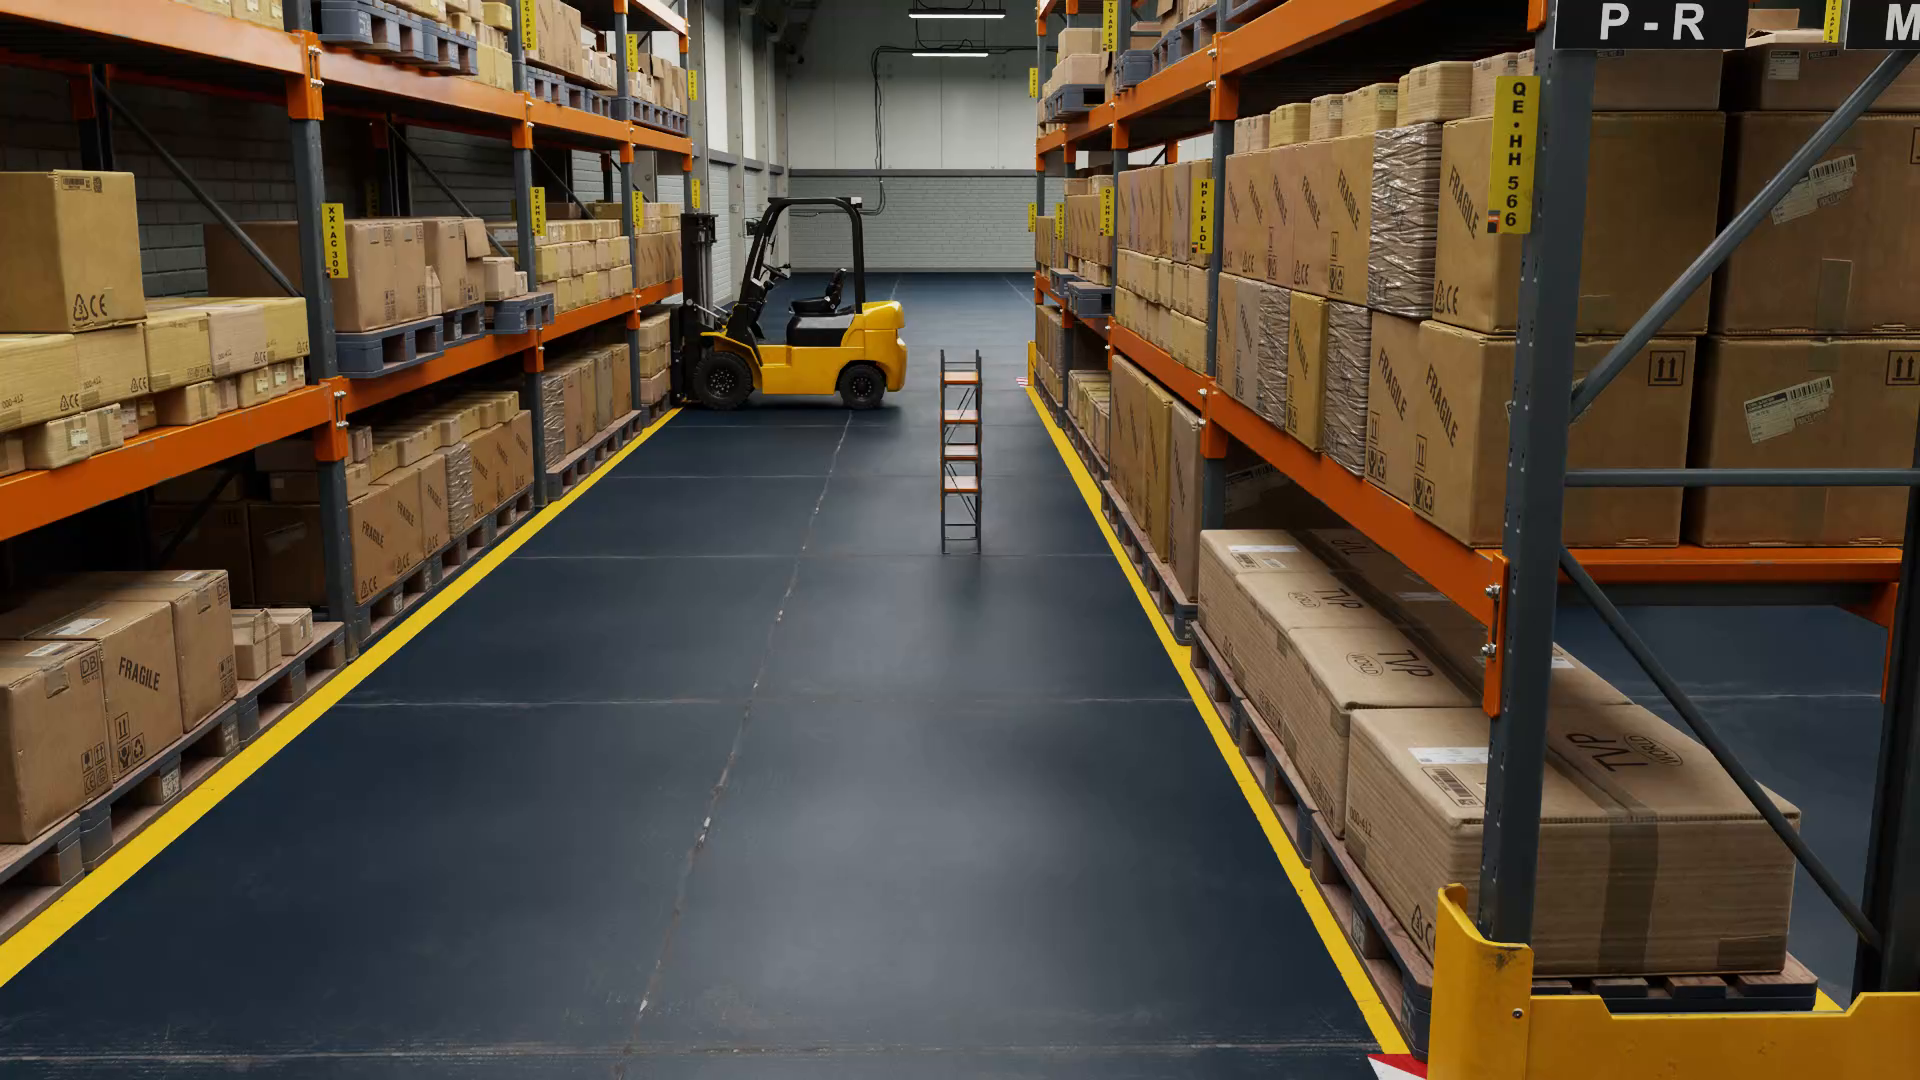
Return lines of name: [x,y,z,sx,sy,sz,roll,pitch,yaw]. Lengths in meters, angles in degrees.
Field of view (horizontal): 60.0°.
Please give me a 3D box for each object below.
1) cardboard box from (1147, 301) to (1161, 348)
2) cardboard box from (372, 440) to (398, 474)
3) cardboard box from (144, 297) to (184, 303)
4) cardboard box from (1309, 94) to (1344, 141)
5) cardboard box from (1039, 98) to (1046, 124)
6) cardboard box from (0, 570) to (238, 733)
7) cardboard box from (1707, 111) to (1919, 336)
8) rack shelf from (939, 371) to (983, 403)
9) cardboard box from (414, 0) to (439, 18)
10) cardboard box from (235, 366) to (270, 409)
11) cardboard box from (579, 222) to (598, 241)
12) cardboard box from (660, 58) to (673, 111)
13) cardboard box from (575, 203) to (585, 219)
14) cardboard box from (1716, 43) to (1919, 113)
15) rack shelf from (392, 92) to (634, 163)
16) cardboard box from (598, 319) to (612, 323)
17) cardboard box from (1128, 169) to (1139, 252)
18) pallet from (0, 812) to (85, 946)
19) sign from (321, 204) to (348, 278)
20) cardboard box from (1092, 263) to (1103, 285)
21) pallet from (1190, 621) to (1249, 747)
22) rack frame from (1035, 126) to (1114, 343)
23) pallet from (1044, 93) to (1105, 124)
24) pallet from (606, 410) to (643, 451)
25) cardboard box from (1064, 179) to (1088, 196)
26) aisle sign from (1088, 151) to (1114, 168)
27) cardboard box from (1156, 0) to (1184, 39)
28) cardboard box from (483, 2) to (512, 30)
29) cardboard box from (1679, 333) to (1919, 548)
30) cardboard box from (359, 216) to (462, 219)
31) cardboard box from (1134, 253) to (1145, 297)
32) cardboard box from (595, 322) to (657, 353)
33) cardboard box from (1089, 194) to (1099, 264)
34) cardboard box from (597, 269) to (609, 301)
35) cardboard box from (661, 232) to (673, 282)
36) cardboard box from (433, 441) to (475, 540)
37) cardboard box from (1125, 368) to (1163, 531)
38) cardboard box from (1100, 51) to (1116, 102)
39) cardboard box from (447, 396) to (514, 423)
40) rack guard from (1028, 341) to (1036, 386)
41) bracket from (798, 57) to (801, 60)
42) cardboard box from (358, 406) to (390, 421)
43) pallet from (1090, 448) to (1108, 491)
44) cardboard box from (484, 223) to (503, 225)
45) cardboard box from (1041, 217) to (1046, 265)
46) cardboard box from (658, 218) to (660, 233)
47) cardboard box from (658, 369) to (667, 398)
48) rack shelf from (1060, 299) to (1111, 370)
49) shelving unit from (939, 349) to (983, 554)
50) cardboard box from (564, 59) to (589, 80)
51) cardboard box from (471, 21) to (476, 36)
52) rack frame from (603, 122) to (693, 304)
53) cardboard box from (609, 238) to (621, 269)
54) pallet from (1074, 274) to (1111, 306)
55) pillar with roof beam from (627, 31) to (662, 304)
cardboard box: [1.357,-1.244,9.522,0.500,0.250,0.500,0,11,-1]
cardboard box: [-3.189,-0.435,8.757,0.380,0.149,0.250,0,11,-2]
cardboard box: [-3.588,-0.876,6.963,0.500,0.250,0.500,0,11,-2]
cardboard box: [1.394,-1.415,5.591,0.380,0.149,0.250,0,11,-1]
cardboard box: [1.131,-4.651,18.026,0.500,0.250,0.500,0,11,-2]
cardboard box: [-3.164,0.412,6.213,0.700,0.500,0.500,-1,11,-3]
cardboard box: [1.991,-0.765,4.020,0.500,0.500,0.500,0,11,-2]
rack shelf: [0.003,-0.940,10.199,0.258,0.148,0.480,0,11,-1]
cardboard box: [-2.957,-2.820,8.694,0.380,0.149,0.250,0,11,0]
cardboard box: [-3.013,-0.615,6.677,0.380,0.149,0.250,0,11,0]
cardboard box: [-3.126,-2.487,13.393,0.380,0.149,0.250,-1,11,-3]
cardboard box: [-3.403,-4.772,17.432,0.700,0.500,0.500,0,11,-1]
cardboard box: [-3.766,-3.119,15.756,0.380,0.149,0.250,-1,11,-3]
cardboard box: [1.986,-1.058,3.833,0.380,0.149,0.250,0,11,0]
rack shelf: [-3.453,-3.214,13.121,1.077,0.370,4.000,0,11,-1]
cardboard box: [-3.723,-2.040,16.414,0.500,0.250,0.500,0,11,-2]
cardboard box: [1.337,-2.061,10.409,0.500,0.500,0.500,0,11,-1]
pallet: [-3.265,1.085,4.682,1.003,0.211,1.213,0,11,-1]
sign: [-2.786,-1.332,7.401,0.100,0.325,0.005,0,11,-1]
cardboard box: [1.181,-1.970,12.299,0.380,0.149,0.250,0,11,-2]
pallet: [1.571,0.593,7.103,1.003,0.211,1.213,0,11,-1]
rack frame: [1.386,-3.310,19.330,1.000,3.000,0.127,0,11,-1]
pallet: [1.375,-3.770,14.525,1.213,0.211,1.003,0,11,-1]
pallet: [-3.440,-0.981,14.863,1.003,0.211,1.213,0,11,-1]
cardboard box: [1.125,-3.138,14.797,0.380,0.149,0.250,0,11,-1]
aisle sign: [1.675,-4.598,19.139,0.394,0.787,0.004,0,11,-1]
cardboard box: [1.710,-3.372,10.775,0.797,0.503,0.637,-1,12,-5]
cardboard box: [-3.108,-3.369,10.704,0.380,0.149,0.250,0,11,1]
cardboard box: [1.994,-0.275,4.119,0.500,0.500,0.500,0,11,-2]
cardboard box: [-3.557,-1.851,10.829,0.500,0.500,0.500,0,11,2]
cardboard box: [1.322,-1.588,9.961,0.500,0.250,0.500,0,11,-1]
cardboard box: [-3.190,-1.940,15.920,0.500,0.250,0.500,0,11,-2]
cardboard box: [1.242,-2.312,12.357,0.500,0.500,0.500,0,11,-2]
cardboard box: [-3.227,-2.122,13.854,0.500,0.250,0.500,0,11,-1]
cardboard box: [-3.270,-2.936,17.237,0.500,0.500,0.500,0,11,-1]
cardboard box: [-3.145,-0.290,9.673,0.500,0.500,0.500,-1,11,-3]
cardboard box: [1.497,-0.569,10.109,0.875,0.875,0.875,0,11,0]
cardboard box: [1.491,-3.544,12.677,0.797,0.503,0.637,0,11,-1]
cardboard box: [-3.111,-0.846,10.784,0.380,0.149,0.250,-1,11,-4]
rack guard: [1.387,-2.070,19.505,1.175,0.500,0.348,0,11,-1]
bracket: [-4.774,-14.252,49.124,0.076,0.066,3.189,0,11,-1]
cardboard box: [-3.735,-0.736,10.242,0.380,0.149,0.250,-1,11,-4]
pallet: [1.536,-0.509,12.535,1.003,0.211,1.213,0,11,-1]
cardboard box: [-3.684,-2.333,12.634,0.380,0.149,0.250,0,11,-1]
cardboard box: [1.144,-3.205,17.815,0.500,0.500,0.500,0,11,-2]
cardboard box: [-3.235,-3.180,16.805,0.380,0.149,0.250,-1,11,-3]
cardboard box: [-3.199,-1.550,16.517,0.500,0.250,0.500,0,11,-2]
rack shelf: [1.510,-1.765,13.523,1.077,0.370,4.000,0,11,-1]
shelving unit: [0.003,-0.555,10.278,0.258,1.200,0.503,0,11,-1]
cardboard box: [-3.152,-3.725,13.155,0.380,0.149,0.250,0,11,-2]
cardboard box: [-3.198,-3.117,10.210,0.380,0.149,0.250,0,11,0]
rack frame: [-3.577,-3.289,19.226,1.000,3.000,0.127,0,11,-1]
cardboard box: [-3.210,-2.467,14.292,0.500,0.250,0.500,-1,11,-3]
pallet: [1.469,-2.019,13.450,1.003,0.211,1.213,0,11,-1]
pillar with roof beam: [-0.283,-7.297,23.895,9.100,9.000,0.400,0,11,-1]
